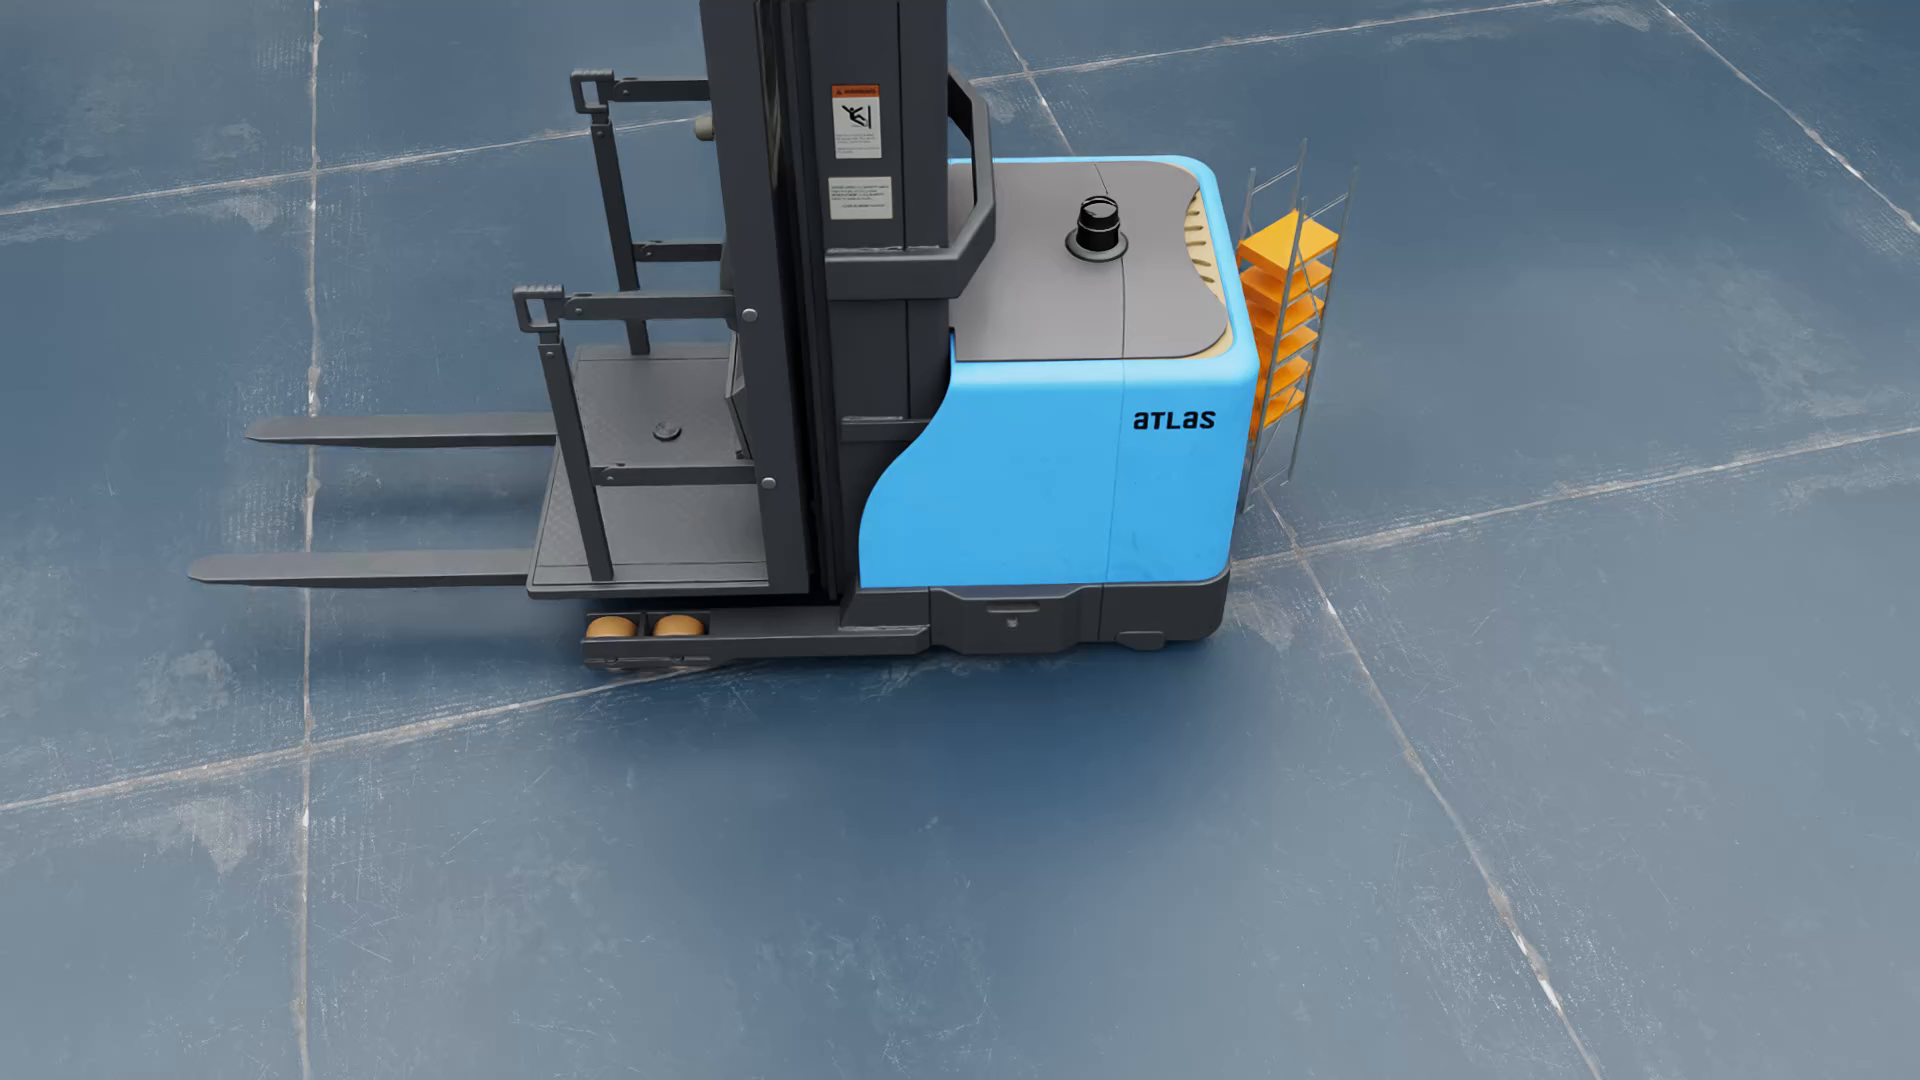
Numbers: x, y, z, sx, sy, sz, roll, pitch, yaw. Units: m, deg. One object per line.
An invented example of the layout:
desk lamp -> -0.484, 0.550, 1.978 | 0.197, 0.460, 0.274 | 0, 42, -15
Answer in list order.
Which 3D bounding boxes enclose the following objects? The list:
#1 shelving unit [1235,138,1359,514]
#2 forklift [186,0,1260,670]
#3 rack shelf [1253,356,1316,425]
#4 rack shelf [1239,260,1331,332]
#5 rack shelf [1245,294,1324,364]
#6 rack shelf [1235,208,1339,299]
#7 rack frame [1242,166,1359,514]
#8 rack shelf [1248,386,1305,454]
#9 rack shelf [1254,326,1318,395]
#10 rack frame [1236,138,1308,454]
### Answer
shelving unit -> 0.940, -0.606, 5.002 | 0.258, 1.200, 0.189 | -33, 55, -28
forklift -> -0.746, -1.030, 4.207 | 3.031, 2.935, 1.130 | -1, 46, -1
rack shelf -> 0.938, -0.492, 5.120 | 0.258, 0.103, 0.180 | -33, 55, -28
rack shelf -> 0.942, -0.742, 4.861 | 0.258, 0.103, 0.180 | -33, 55, -28
rack shelf -> 0.941, -0.659, 4.947 | 0.258, 0.103, 0.180 | -33, 55, -28
rack shelf -> 0.944, -0.825, 4.775 | 0.258, 0.103, 0.180 | -33, 55, -28
rack frame -> 1.001, -0.557, 4.955 | 0.240, 1.200, 0.006 | -33, 55, -28
rack shelf -> 0.937, -0.409, 5.206 | 0.258, 0.103, 0.180 | -33, 55, -28
rack shelf -> 0.940, -0.575, 5.034 | 0.258, 0.103, 0.180 | -33, 55, -28
rack frame -> 0.879, -0.656, 5.048 | 0.240, 1.200, 0.006 | -33, 55, -28
